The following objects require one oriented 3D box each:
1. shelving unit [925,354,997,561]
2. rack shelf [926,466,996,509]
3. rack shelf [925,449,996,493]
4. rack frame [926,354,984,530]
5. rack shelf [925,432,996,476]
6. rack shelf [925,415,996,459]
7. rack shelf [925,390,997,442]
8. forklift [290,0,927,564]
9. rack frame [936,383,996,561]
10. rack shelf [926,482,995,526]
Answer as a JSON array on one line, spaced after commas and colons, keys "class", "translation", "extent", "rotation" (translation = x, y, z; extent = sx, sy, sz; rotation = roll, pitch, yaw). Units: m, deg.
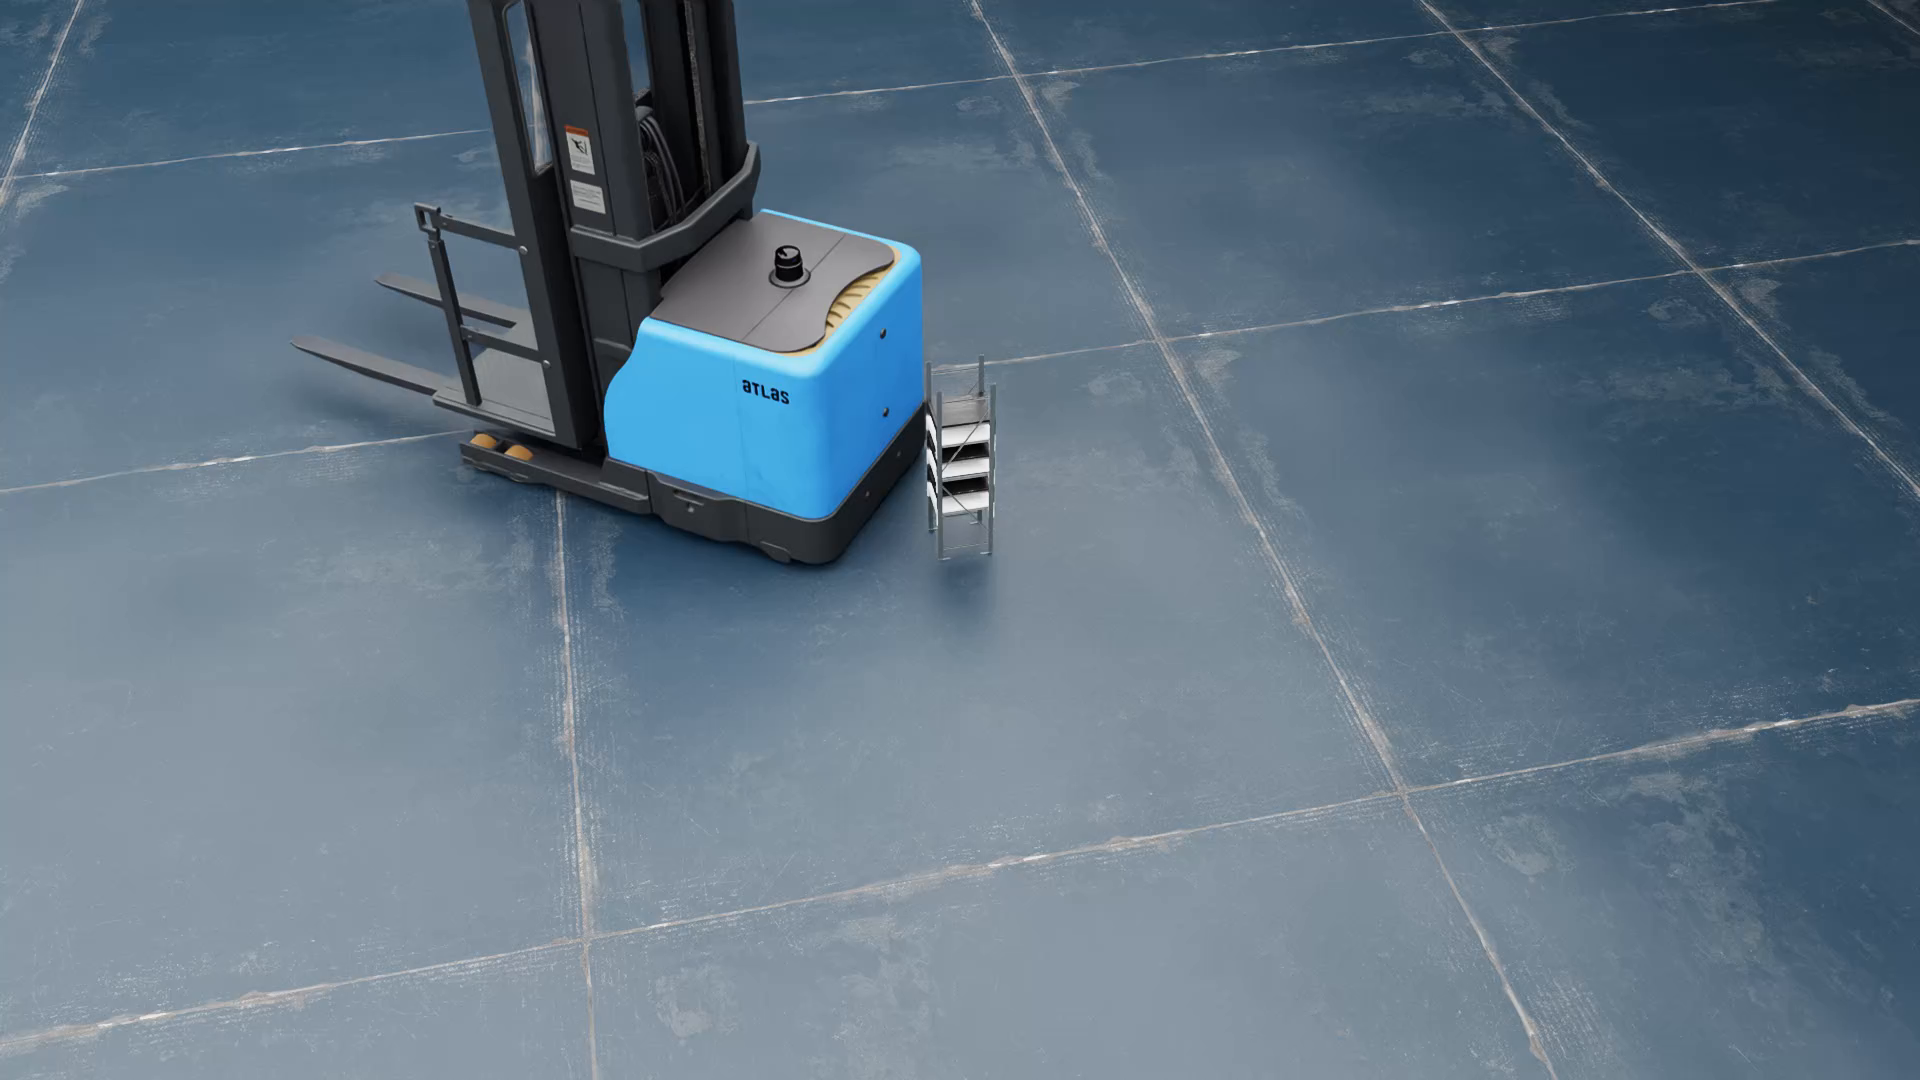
[{"class": "shelving unit", "translation": [0.002, -0.331, 6.945], "extent": [0.258, 0.900, 0.210], "rotation": [-8, 42, -9]}, {"class": "rack shelf", "translation": [0.002, -0.239, 7.027], "extent": [0.258, 0.077, 0.200], "rotation": [-8, 42, -9]}, {"class": "rack shelf", "translation": [0.002, -0.306, 6.967], "extent": [0.258, 0.077, 0.200], "rotation": [-8, 42, -9]}, {"class": "rack frame", "translation": [-0.020, -0.397, 7.020], "extent": [0.240, 0.900, 0.006], "rotation": [-8, 42, -9]}, {"class": "rack shelf", "translation": [0.002, -0.374, 6.908], "extent": [0.258, 0.077, 0.200], "rotation": [-8, 42, -9]}, {"class": "rack shelf", "translation": [0.002, -0.441, 6.848], "extent": [0.258, 0.077, 0.200], "rotation": [-8, 42, -9]}, {"class": "rack shelf", "translation": [0.002, -0.508, 6.788], "extent": [0.258, 0.077, 0.200], "rotation": [-8, 42, -9]}, {"class": "forklift", "translation": [-1.708, -1.657, 6.909], "extent": [3.031, 2.935, 1.130], "rotation": [17, 44, 18]}, {"class": "rack frame", "translation": [0.024, -0.265, 6.871], "extent": [0.240, 0.900, 0.006], "rotation": [-8, 42, -9]}, {"class": "rack shelf", "translation": [0.002, -0.172, 7.087], "extent": [0.258, 0.077, 0.200], "rotation": [-8, 42, -9]}]
